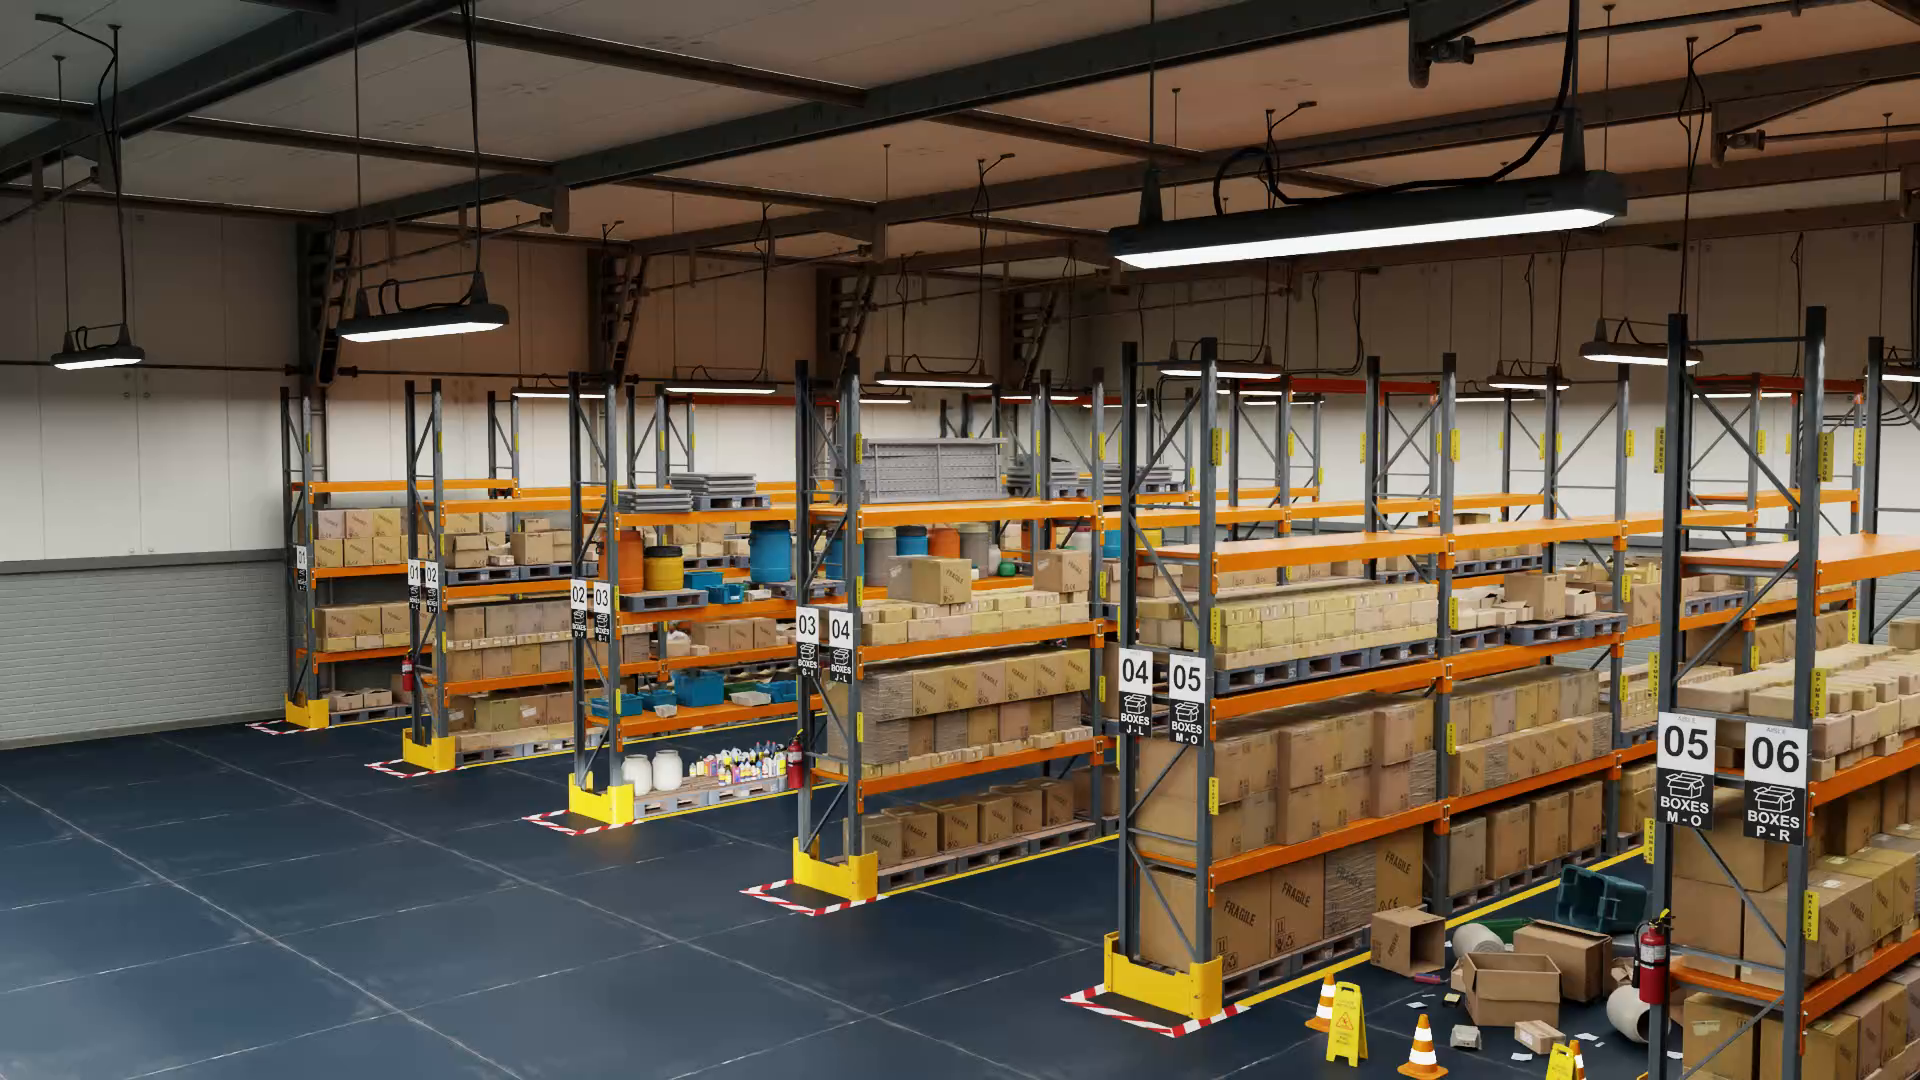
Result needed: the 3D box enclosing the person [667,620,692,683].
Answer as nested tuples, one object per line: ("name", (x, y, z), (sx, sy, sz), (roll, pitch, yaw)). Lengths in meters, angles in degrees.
("person", (-5.394, 2.316, 31.733), (0.592, 1.655, 0.886), (2, 4, 33))
